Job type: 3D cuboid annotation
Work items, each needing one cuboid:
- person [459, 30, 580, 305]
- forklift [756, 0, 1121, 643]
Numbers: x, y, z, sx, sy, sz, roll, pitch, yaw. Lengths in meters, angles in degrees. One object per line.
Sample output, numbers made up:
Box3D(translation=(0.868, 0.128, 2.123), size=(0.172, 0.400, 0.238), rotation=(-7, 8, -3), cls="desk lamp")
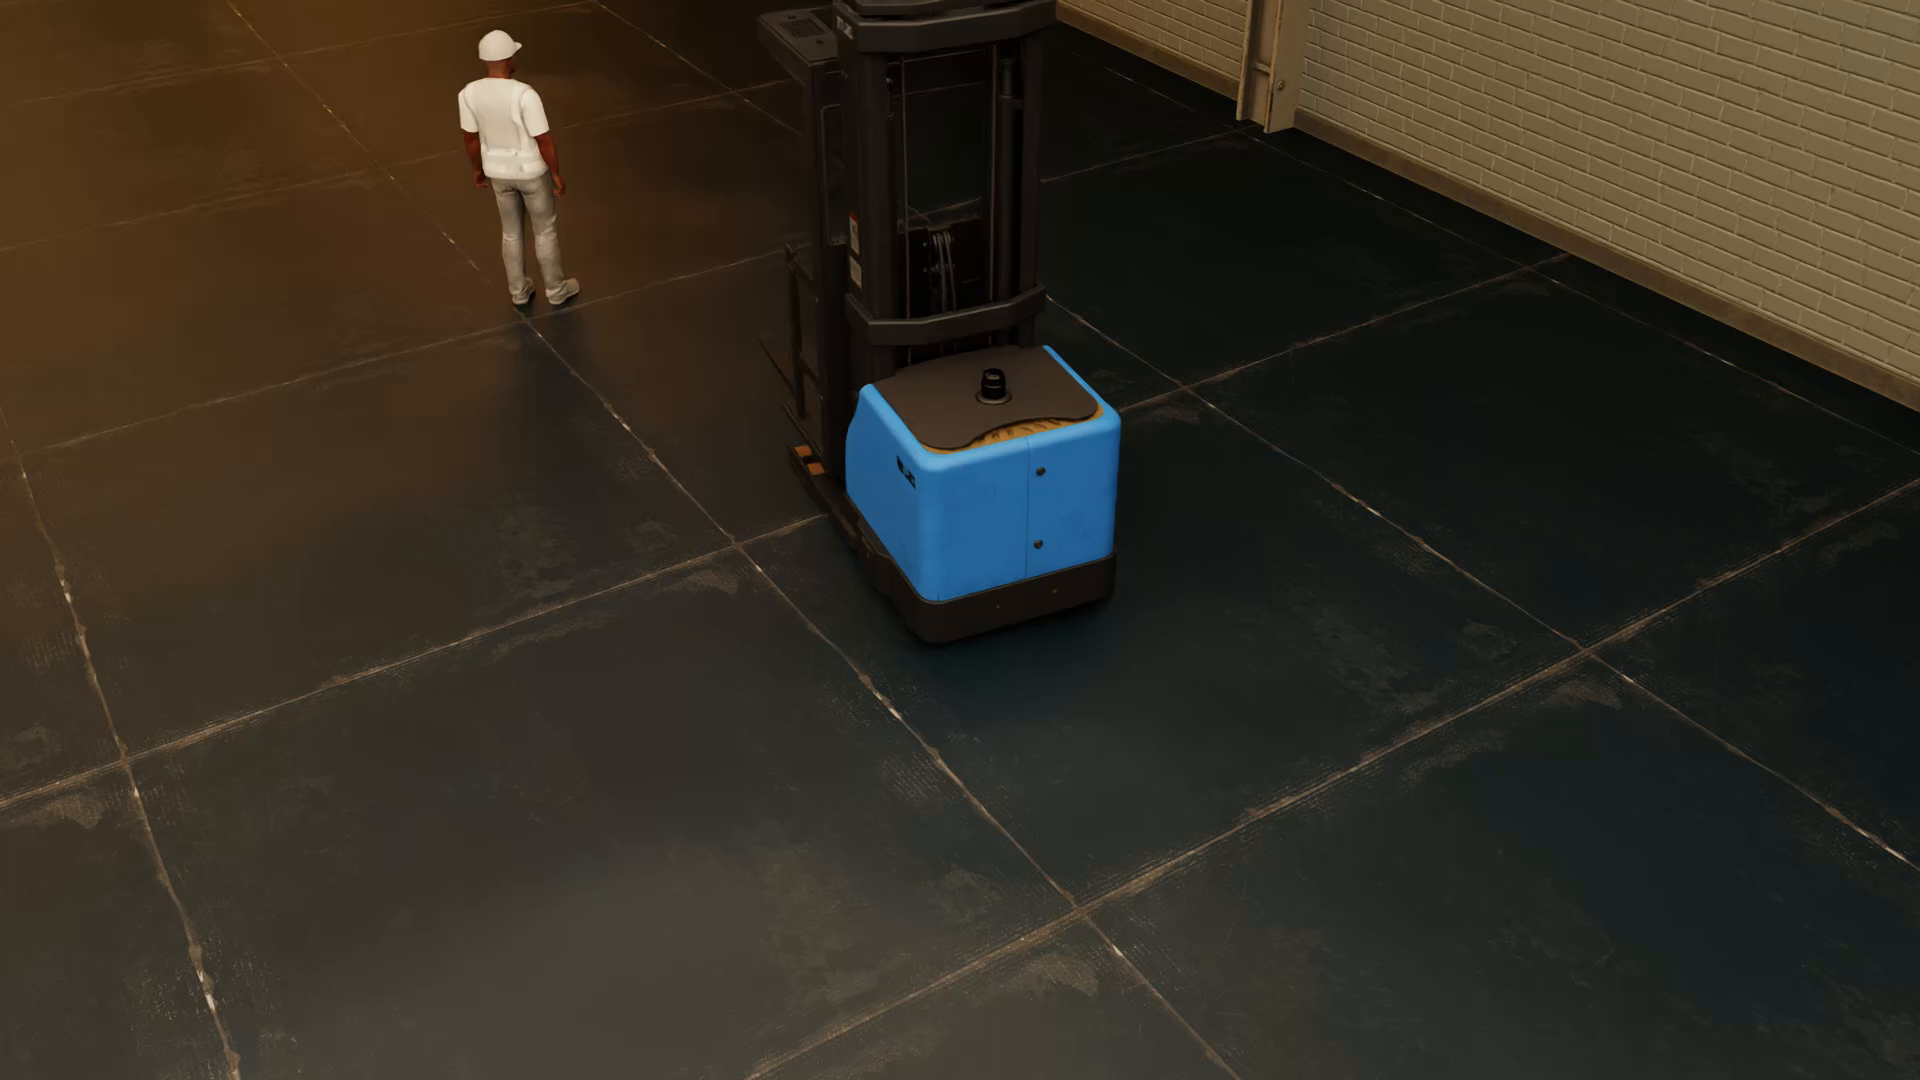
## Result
Box3D(translation=(-2.771, -2.332, 10.481), size=(0.614, 1.771, 0.387), rotation=(6, 36, 9), cls="person")
Box3D(translation=(-0.301, -1.548, 8.350), size=(1.130, 2.935, 3.031), rotation=(-14, 38, -20), cls="forklift")
